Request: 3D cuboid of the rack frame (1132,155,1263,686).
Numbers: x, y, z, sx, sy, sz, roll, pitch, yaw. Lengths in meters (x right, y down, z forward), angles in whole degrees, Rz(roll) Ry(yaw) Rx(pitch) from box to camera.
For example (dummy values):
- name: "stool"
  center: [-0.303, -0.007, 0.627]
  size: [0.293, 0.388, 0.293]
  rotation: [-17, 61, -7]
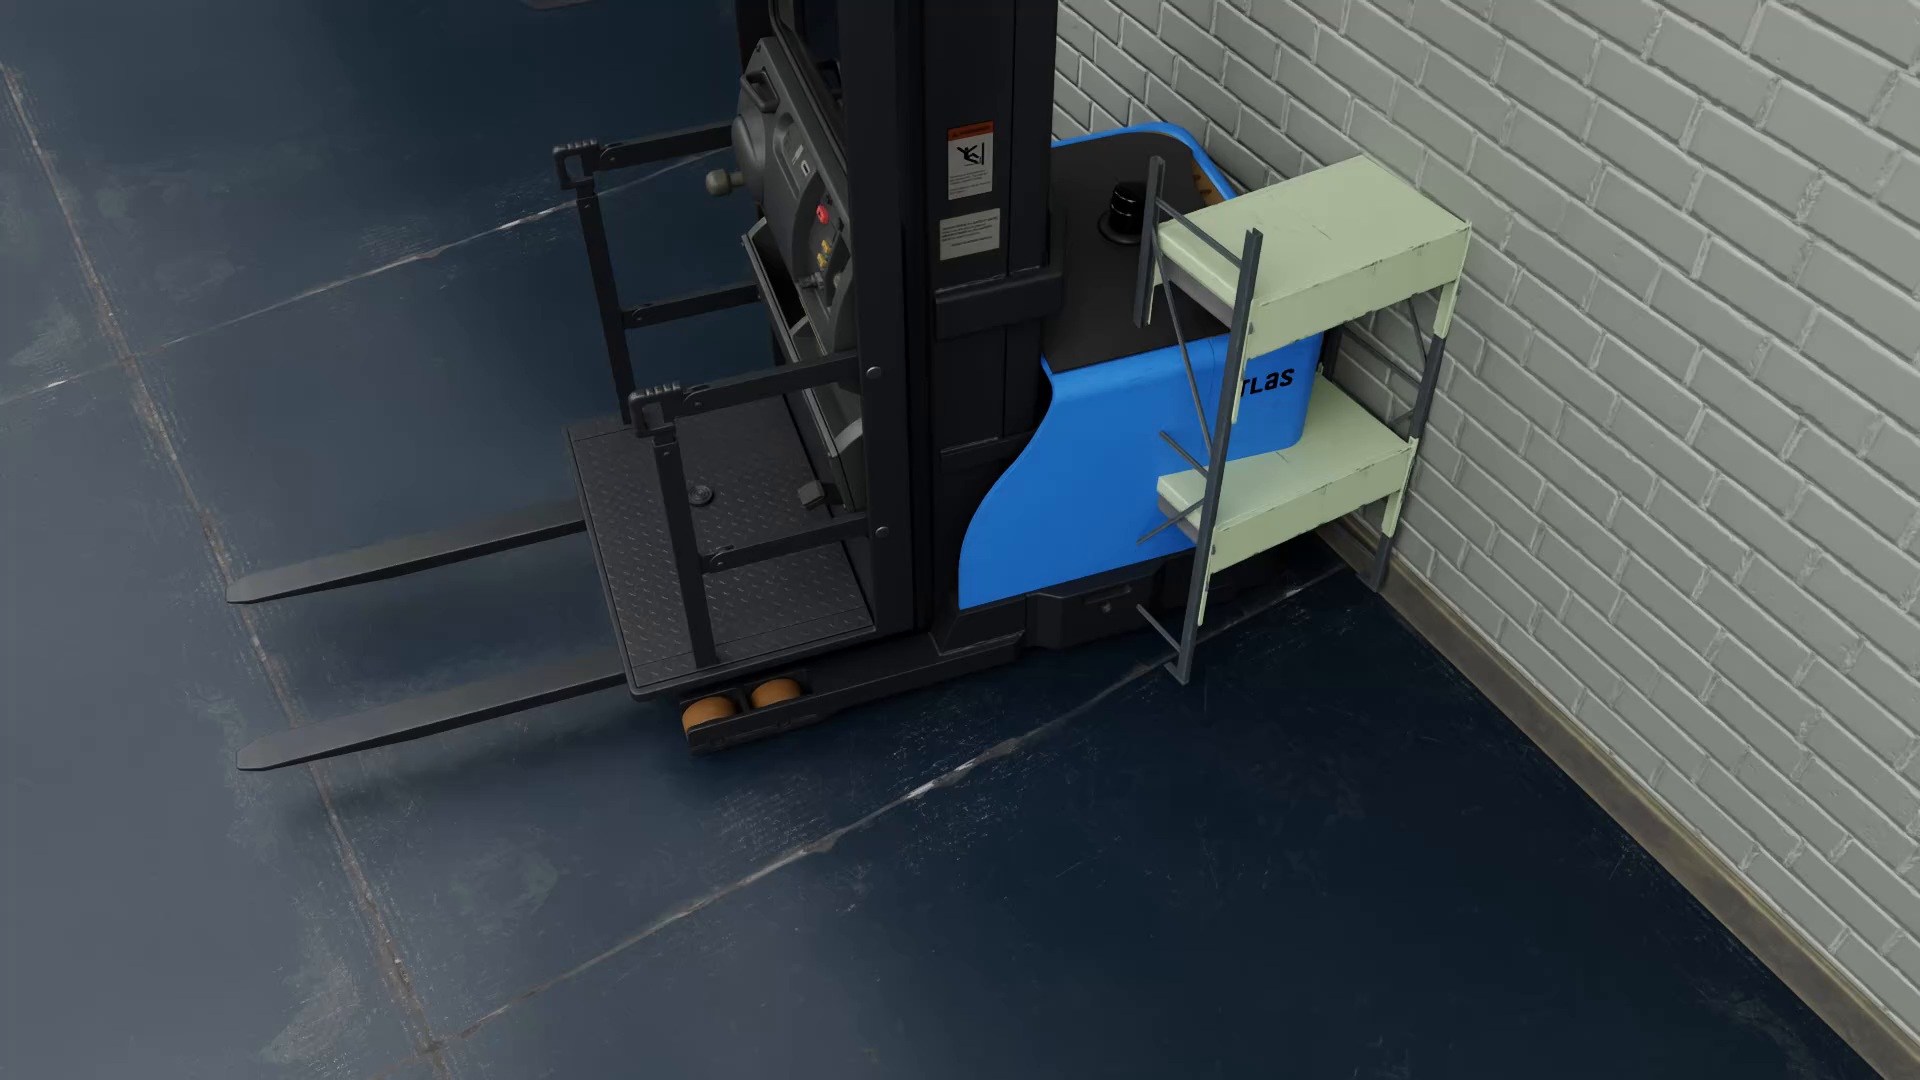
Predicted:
- name: "rack frame"
  center: [0.554, -0.253, 4.367]
  size: [0.023, 1.500, 0.400]
  rotation: [-22, 48, -23]

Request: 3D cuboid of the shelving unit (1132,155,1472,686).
- name: "shelving unit"
  center: [0.866, -0.380, 4.511]
  size: [0.755, 1.500, 0.431]
  rotation: [-22, 48, -23]

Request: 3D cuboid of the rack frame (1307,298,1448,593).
- name: "rack frame"
  center: [1.177, -0.507, 4.656]
  size: [0.023, 1.500, 0.400]
  rotation: [-22, 48, -23]

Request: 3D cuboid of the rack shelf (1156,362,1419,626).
- name: "rack shelf"
  center: [0.860, -0.142, 4.734]
  size: [0.720, 0.370, 0.431]
  rotation: [-22, 48, -23]

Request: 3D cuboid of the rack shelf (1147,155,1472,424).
- name: "rack shelf"
  center: [0.873, -0.665, 4.245]
  size: [0.720, 0.370, 0.431]
  rotation: [-22, 48, -23]

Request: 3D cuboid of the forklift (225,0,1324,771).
- name: "forklift"
  center: [-0.595, -0.822, 4.019]
  size: [3.031, 2.935, 1.130]
  rotation: [-14, 50, -13]
